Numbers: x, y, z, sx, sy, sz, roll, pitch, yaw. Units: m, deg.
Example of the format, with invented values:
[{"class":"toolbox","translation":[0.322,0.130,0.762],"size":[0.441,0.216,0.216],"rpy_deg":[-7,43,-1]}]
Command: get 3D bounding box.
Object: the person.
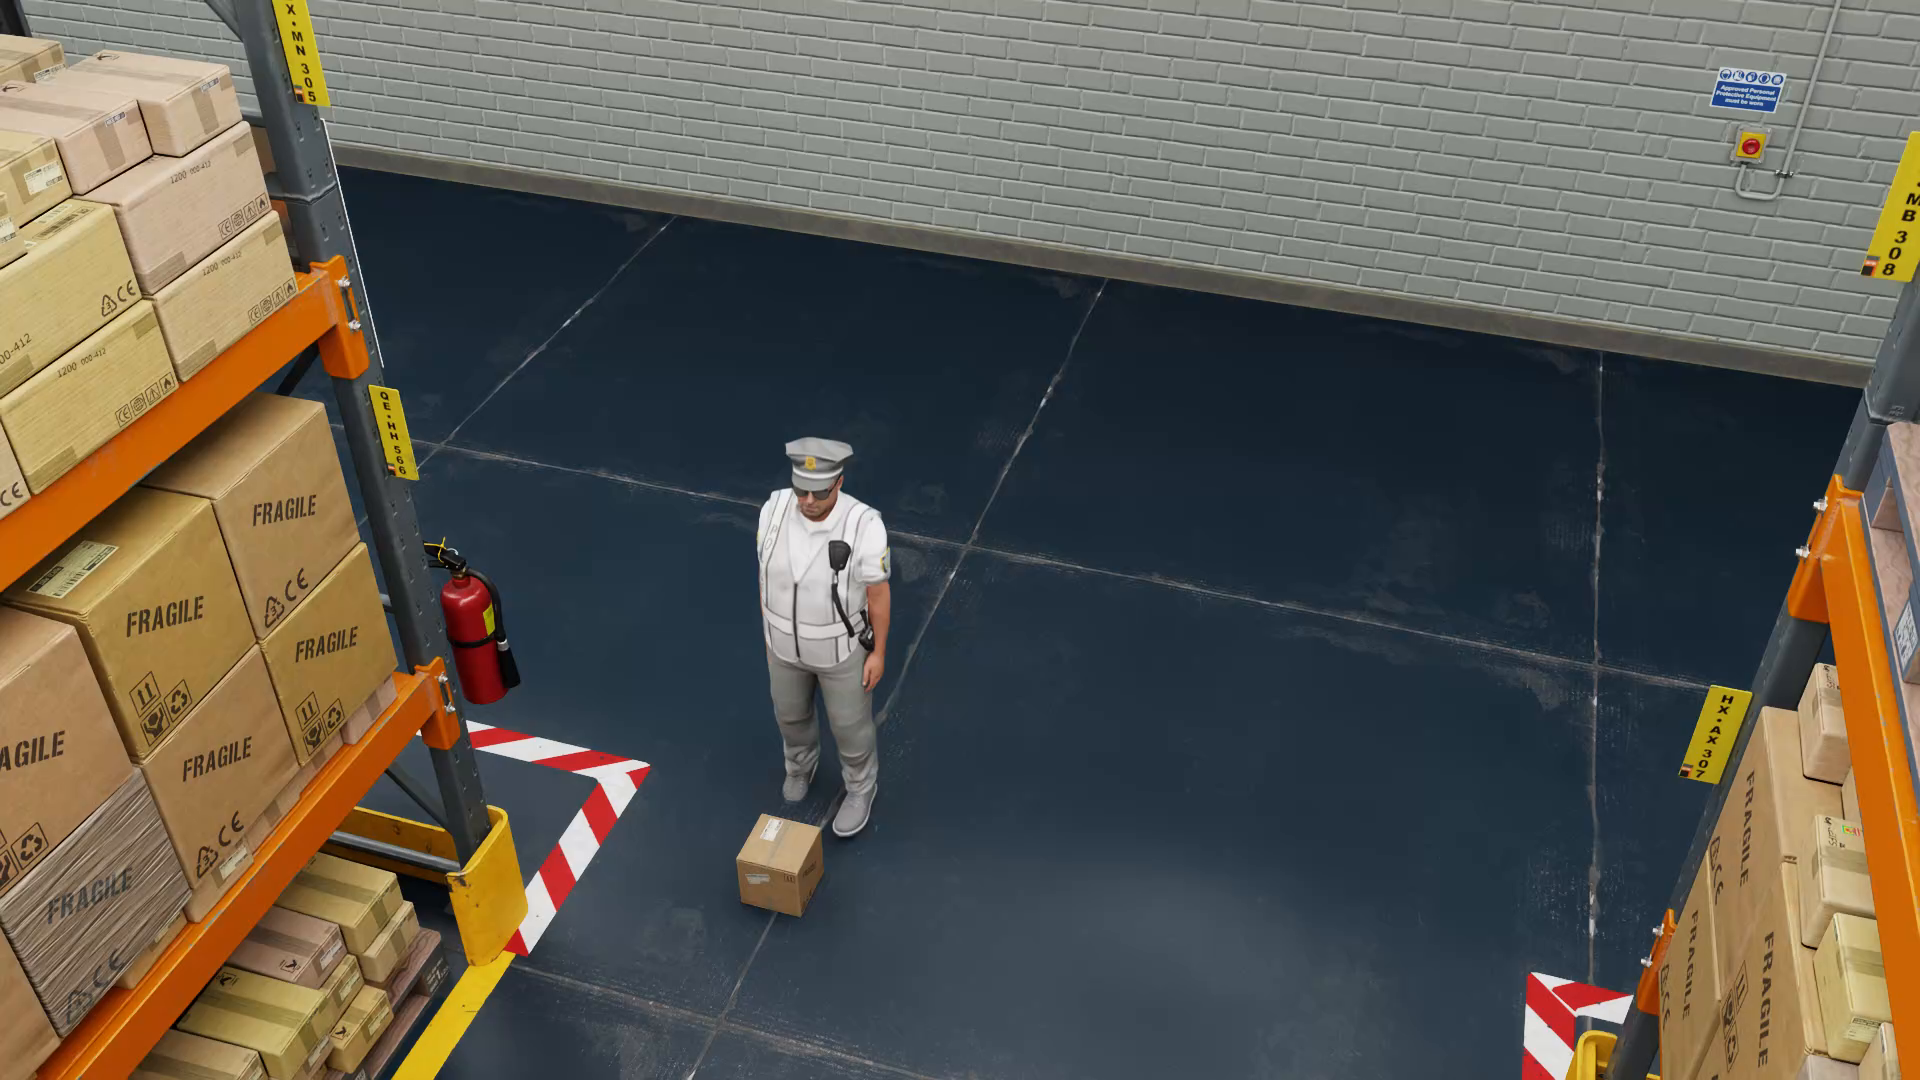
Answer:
[{"class":"person","translation":[-0.525,0.398,6.390],"size":[0.530,1.815,0.390],"rpy_deg":[11,38,15]}]
